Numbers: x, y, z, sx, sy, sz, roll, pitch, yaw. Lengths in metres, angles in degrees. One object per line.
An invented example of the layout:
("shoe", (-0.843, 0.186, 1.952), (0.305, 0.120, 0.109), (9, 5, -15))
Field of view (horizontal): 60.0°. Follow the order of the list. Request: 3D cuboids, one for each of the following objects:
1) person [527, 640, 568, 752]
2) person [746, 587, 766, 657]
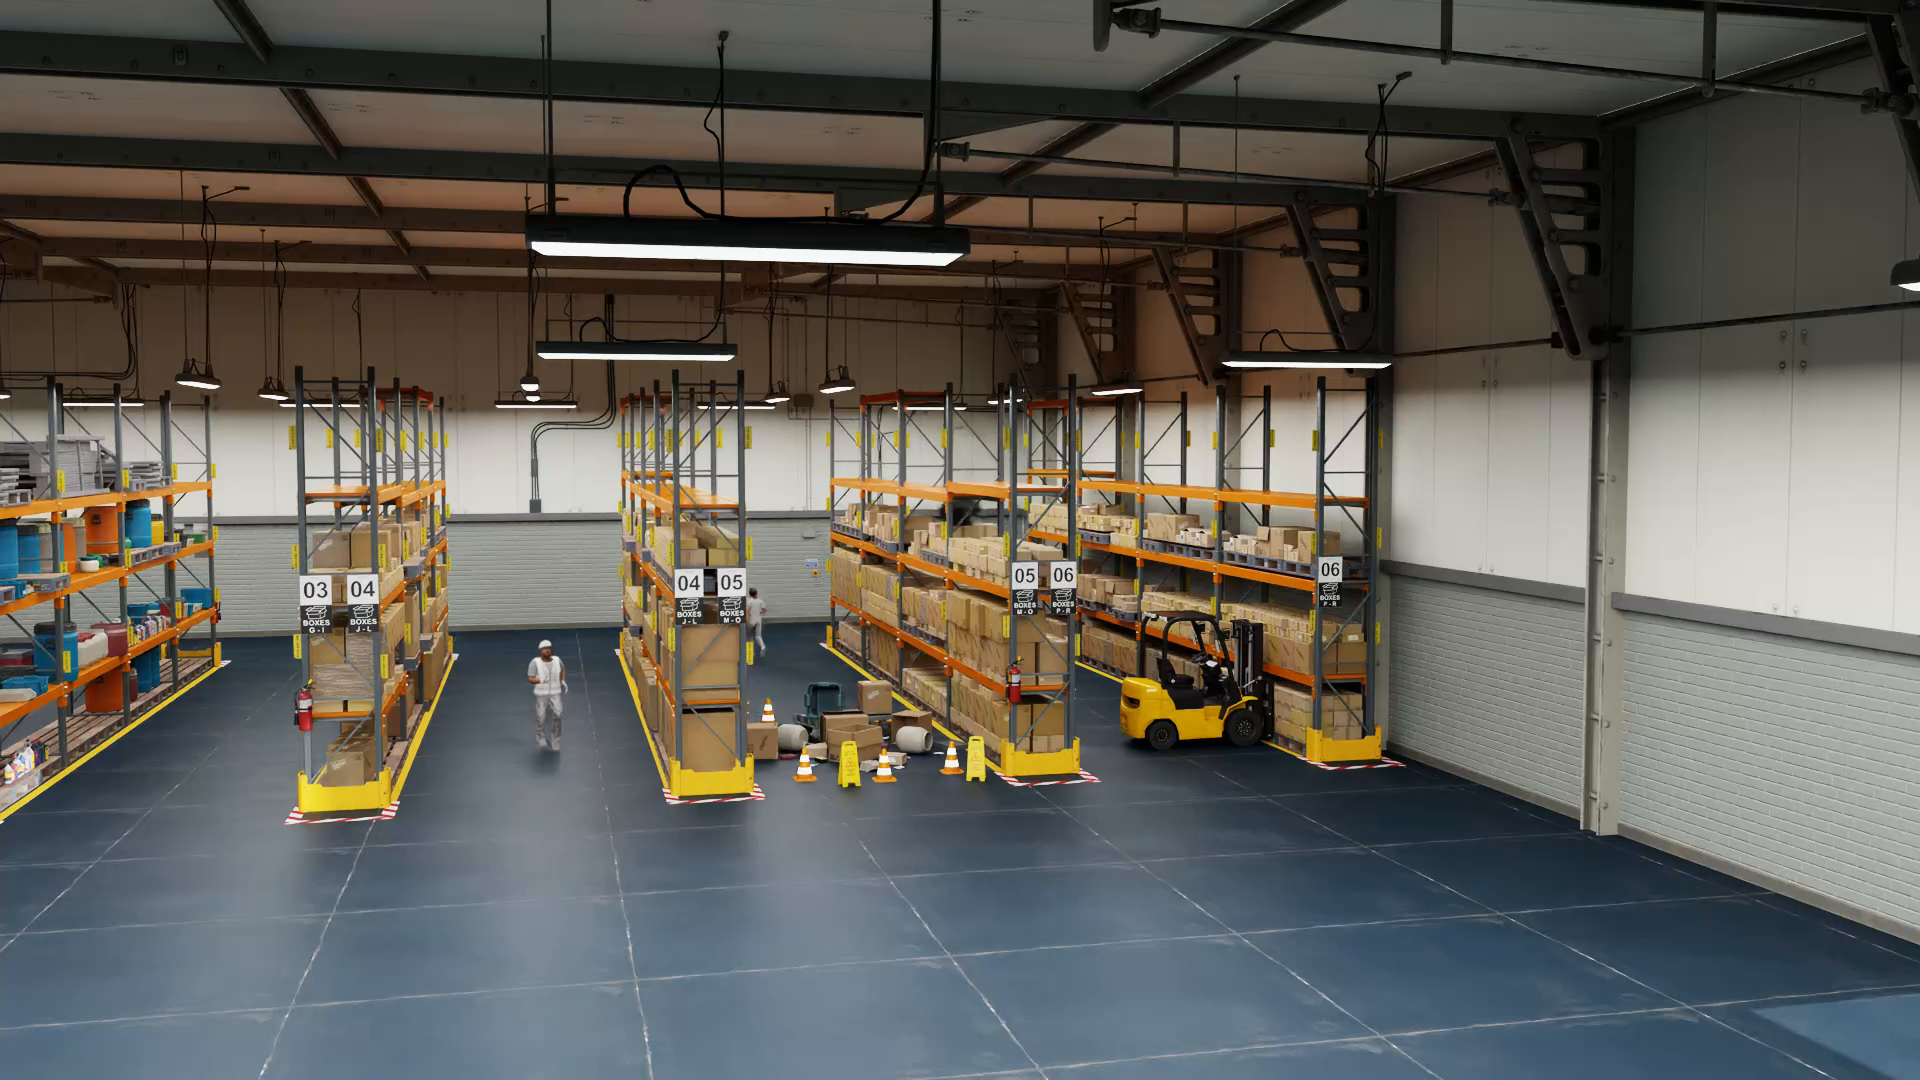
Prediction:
("person", (-6.631, 2.516, 26.786), (0.656, 1.810, 0.727), (-2, 4, -25))
("person", (-4.662, 1.916, 37.817), (0.587, 1.665, 0.997), (-2, 4, -30))
